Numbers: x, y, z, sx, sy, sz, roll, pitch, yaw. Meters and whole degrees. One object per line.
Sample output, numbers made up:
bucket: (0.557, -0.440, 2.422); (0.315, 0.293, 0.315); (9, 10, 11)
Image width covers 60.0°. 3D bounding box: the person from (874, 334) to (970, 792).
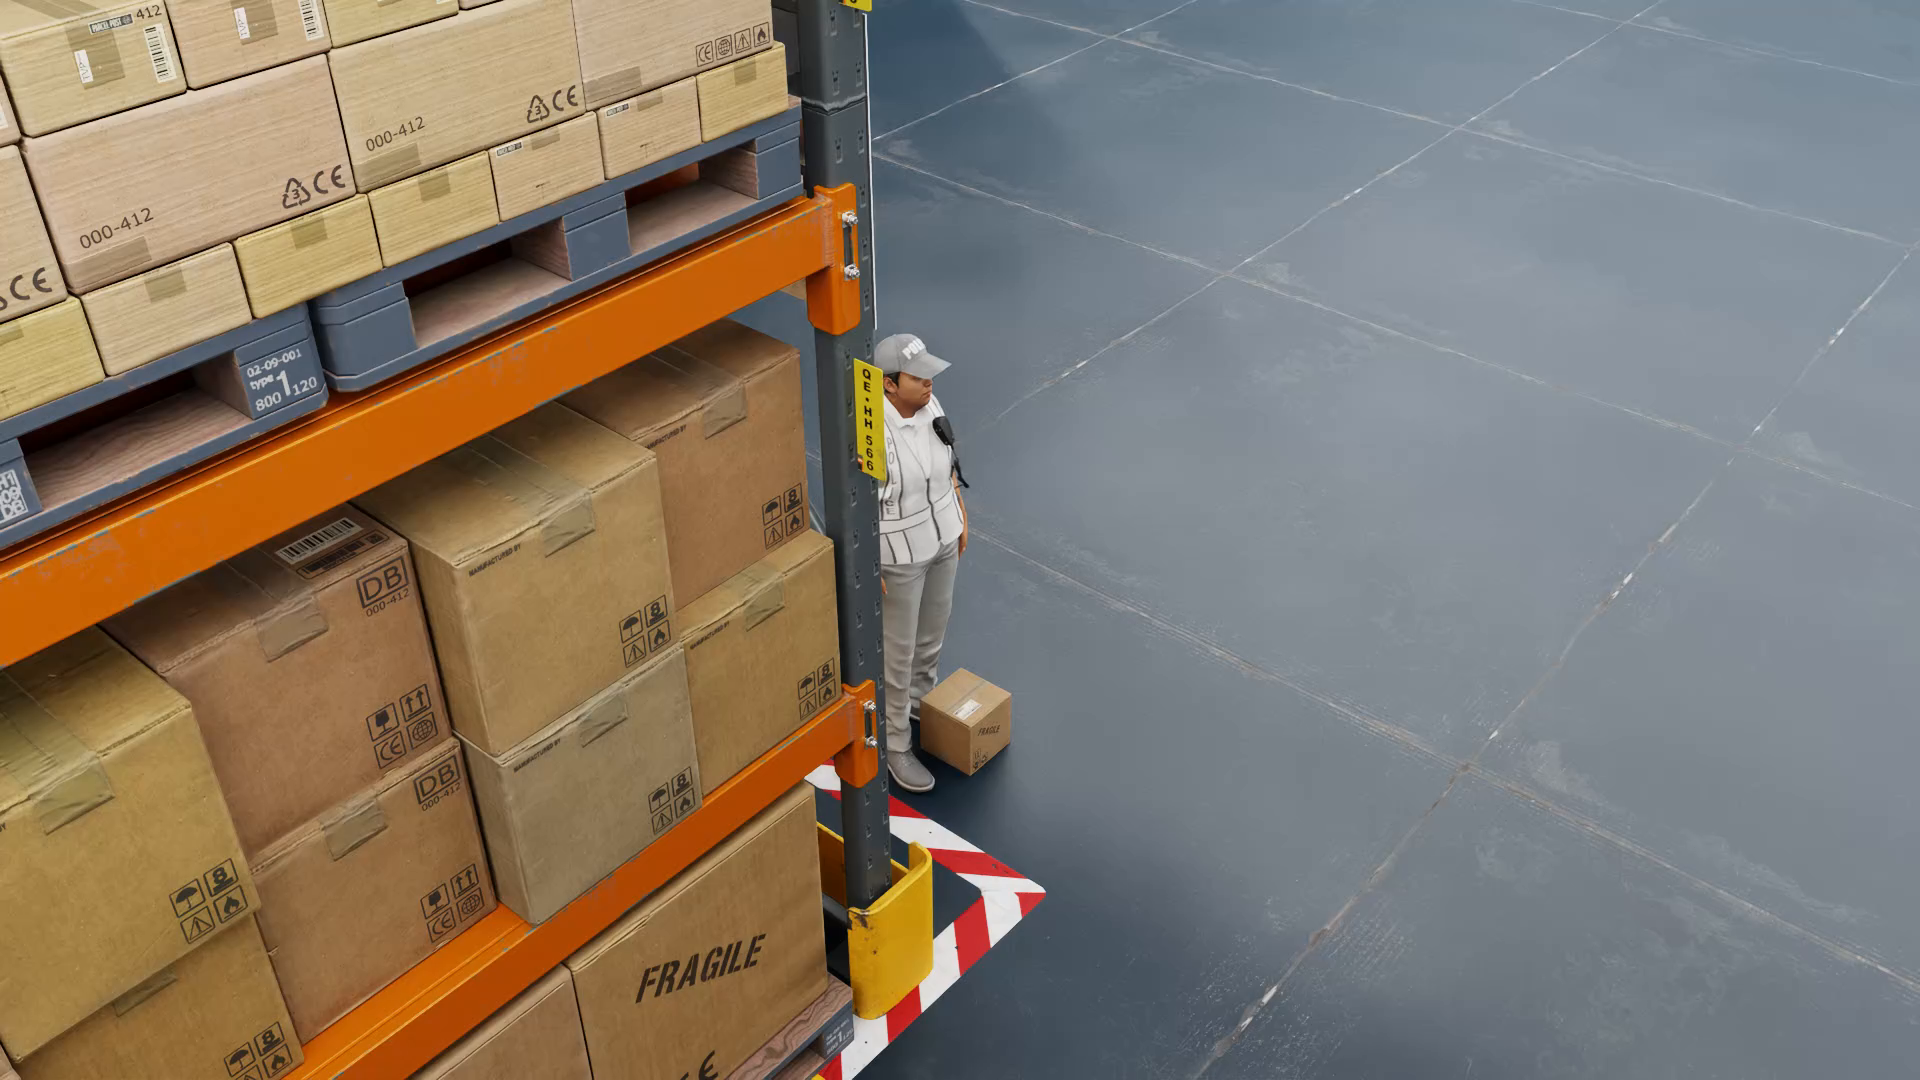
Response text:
person: (-0.149, 0.058, 6.041); (0.529, 1.670, 0.598); (27, 43, 33)
